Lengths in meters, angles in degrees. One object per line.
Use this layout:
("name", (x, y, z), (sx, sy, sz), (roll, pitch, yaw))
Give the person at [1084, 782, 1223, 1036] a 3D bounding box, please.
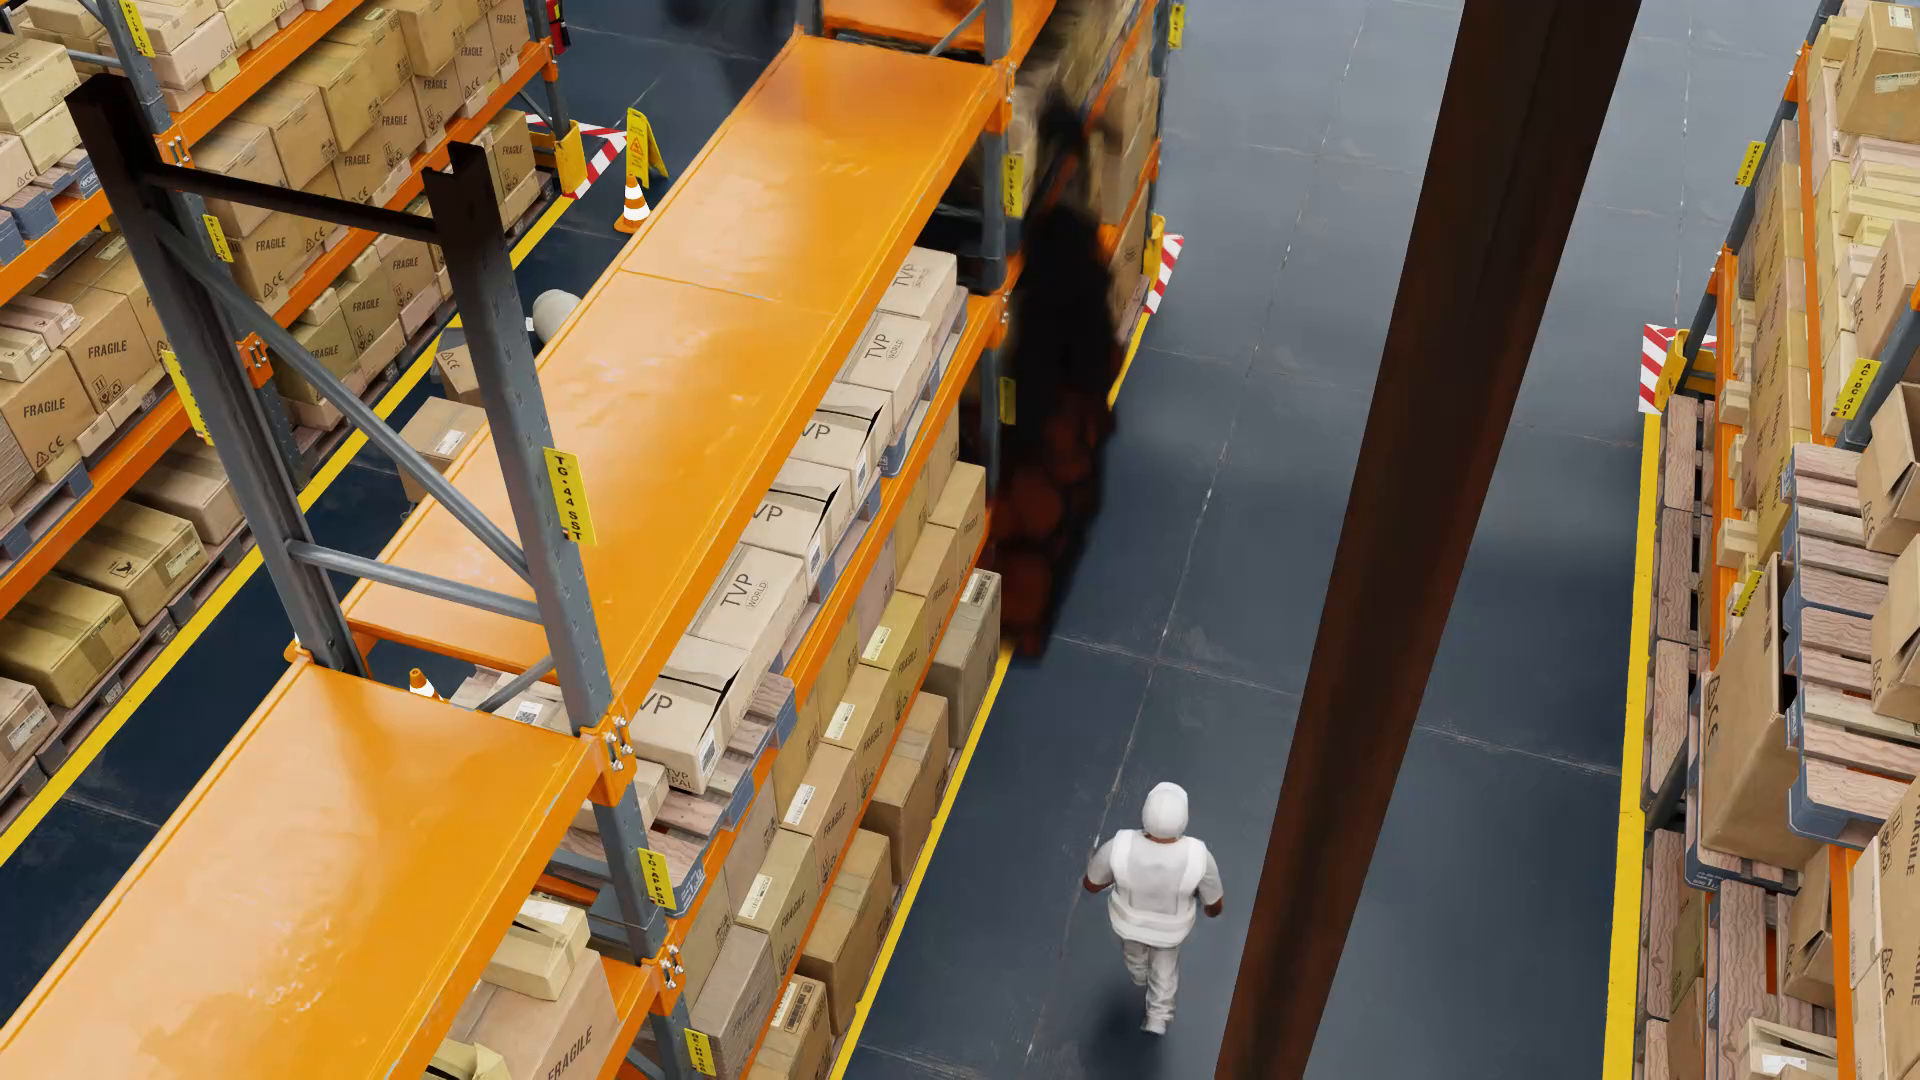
("person", (0.933, 1.776, 8.109), (0.668, 1.598, 0.756), (9, 46, 8))
